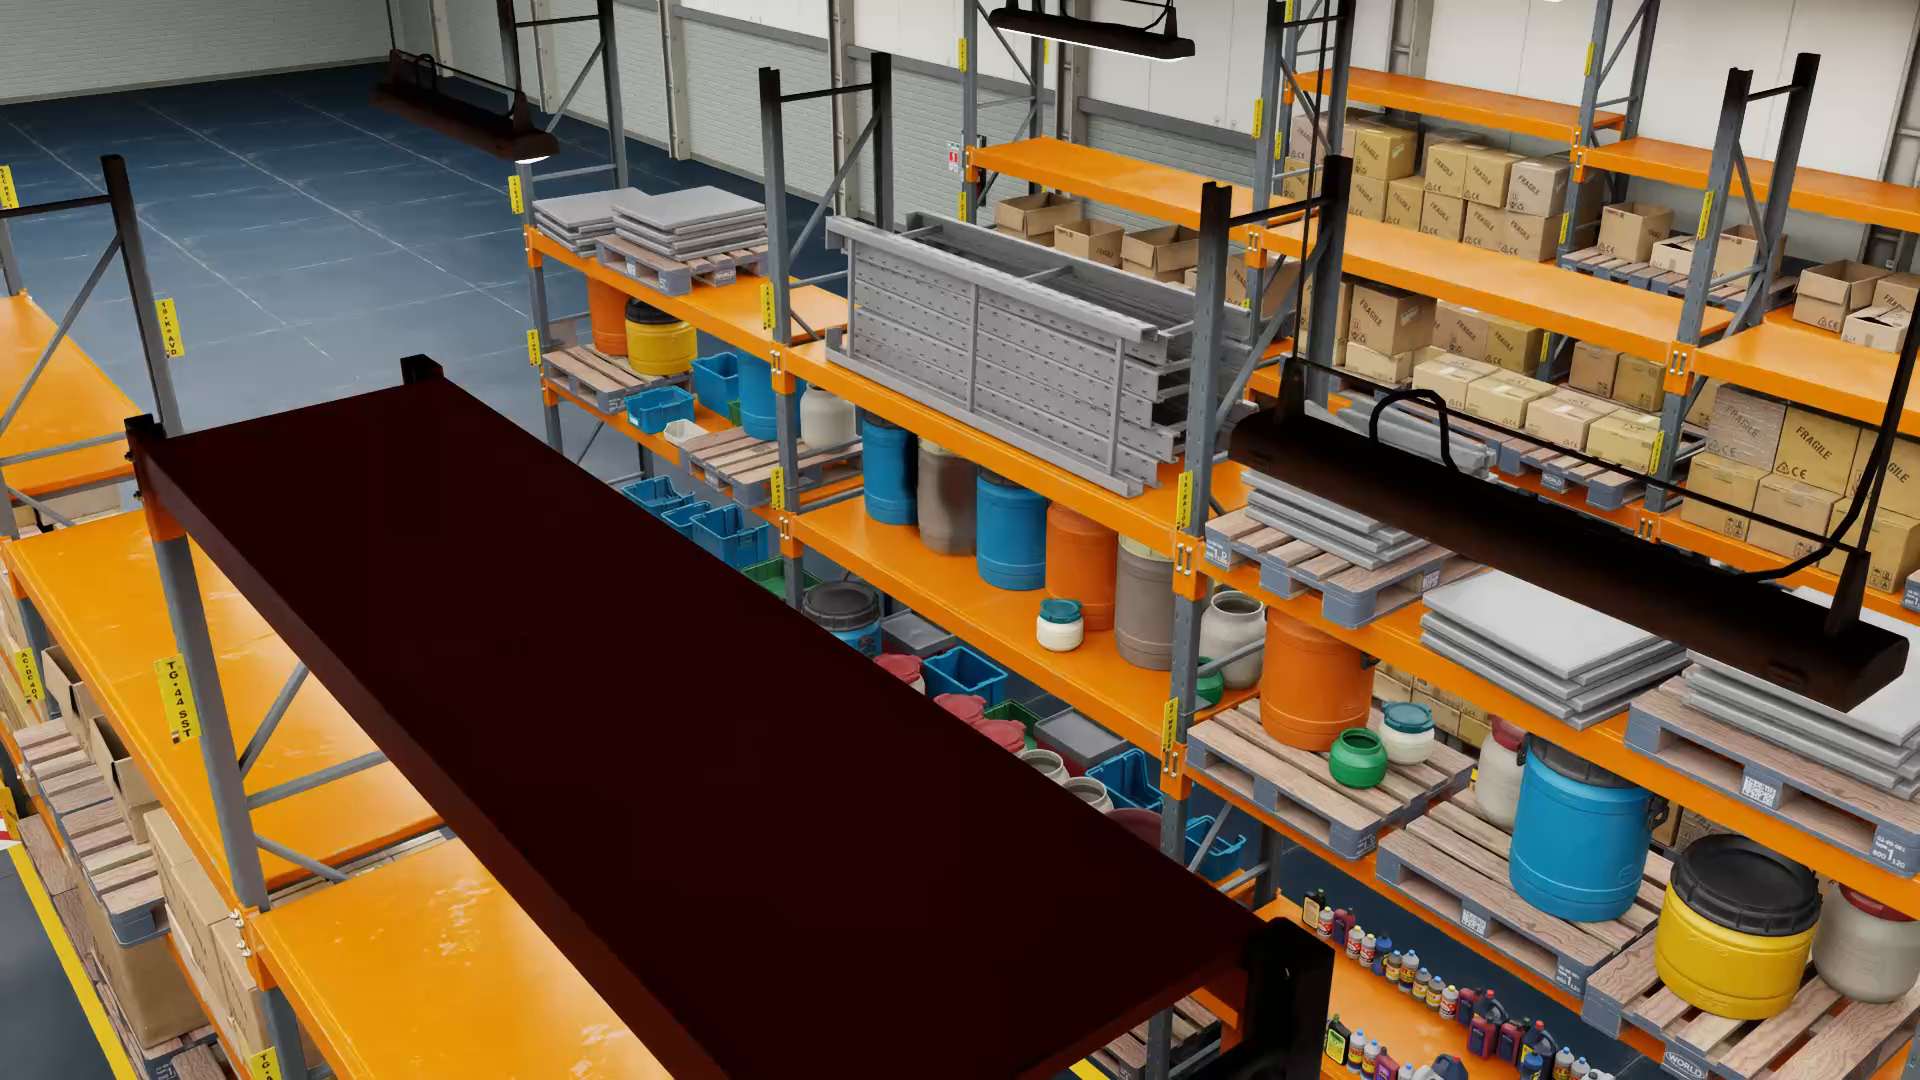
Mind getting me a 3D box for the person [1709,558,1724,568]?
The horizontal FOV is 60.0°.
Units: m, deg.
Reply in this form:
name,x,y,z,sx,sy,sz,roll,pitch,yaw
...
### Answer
name,x,y,z,sx,sy,sz,roll,pitch,yaw
person,6.805,0.561,15.219,0.412,1.625,0.840,-21,33,-37
